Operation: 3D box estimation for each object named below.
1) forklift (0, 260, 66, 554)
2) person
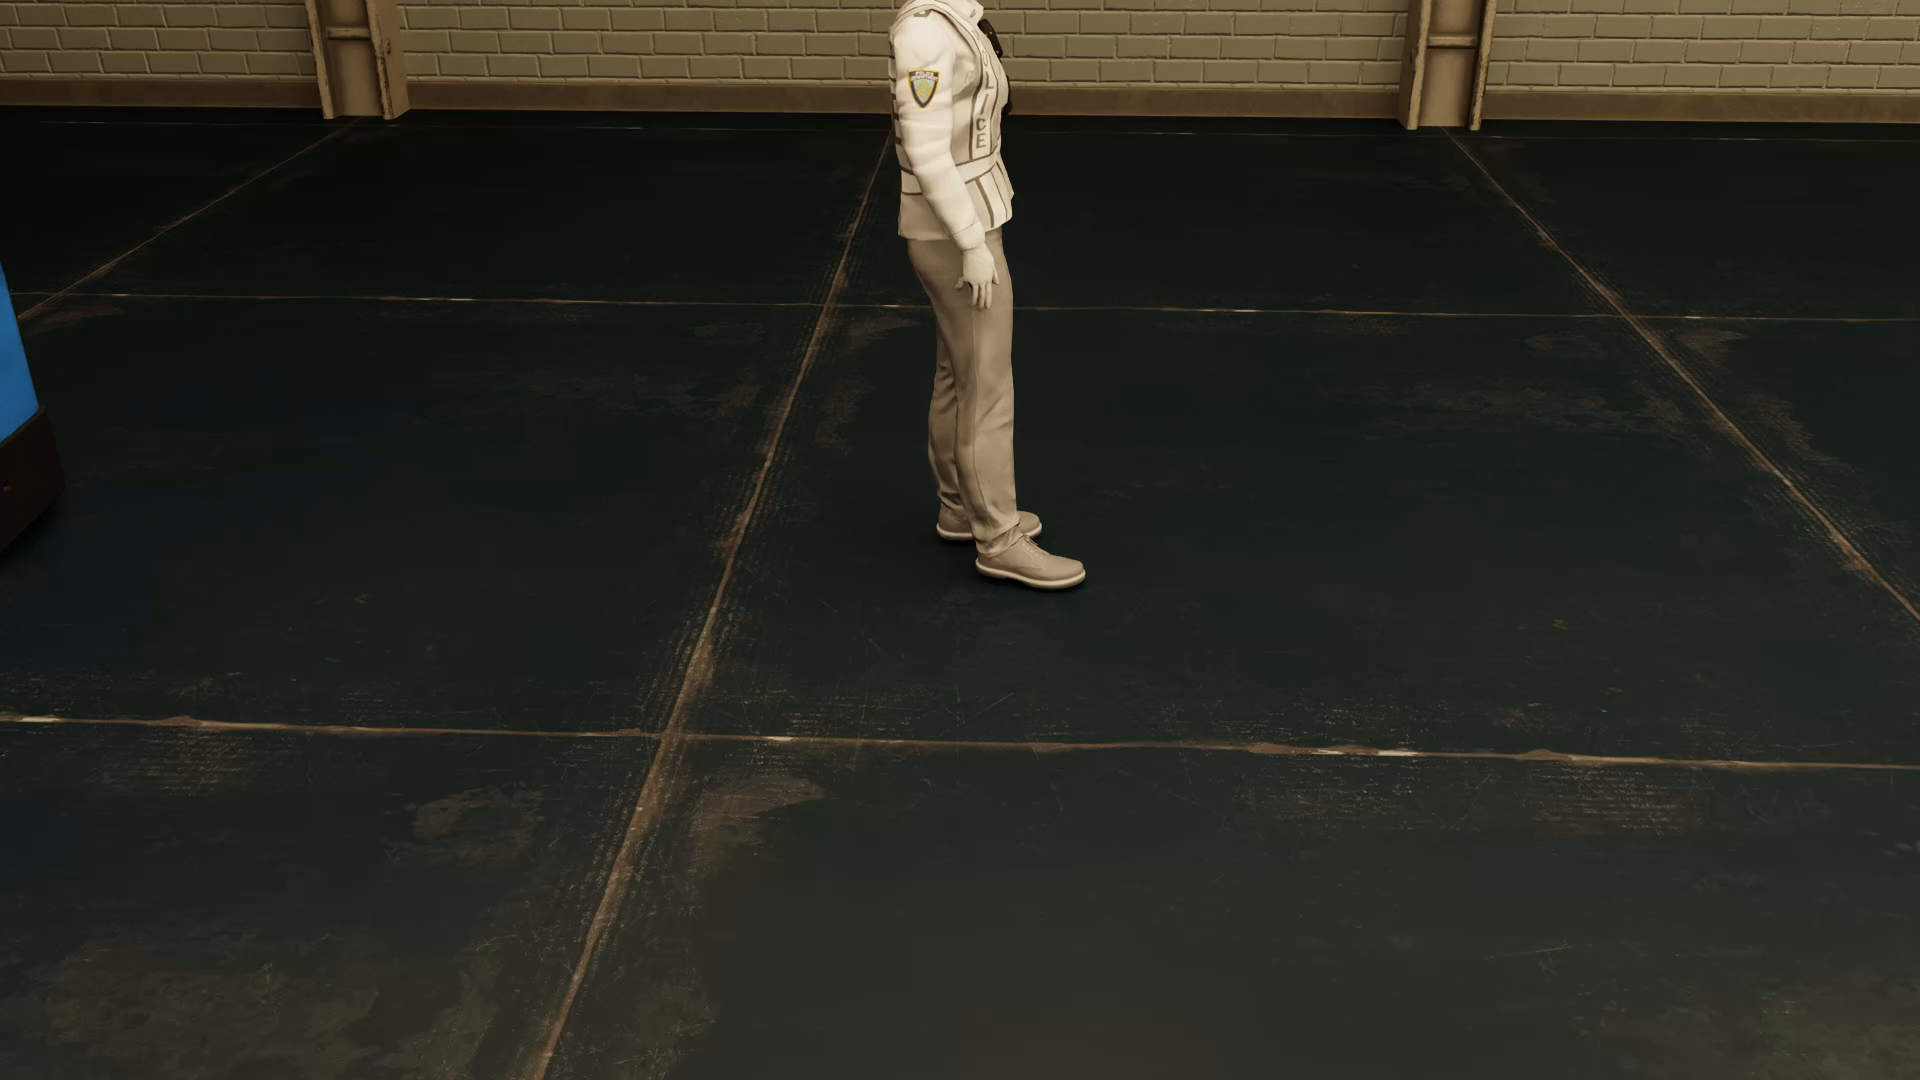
[{"bbox_3d":[-3.982,-1.157,3.554,3.031,2.935,1.130,-2,26,-3],"label":"forklift"},{"bbox_3d":[0.068,-0.762,4.135,0.530,1.694,0.587,1,26,2],"label":"person"}]
